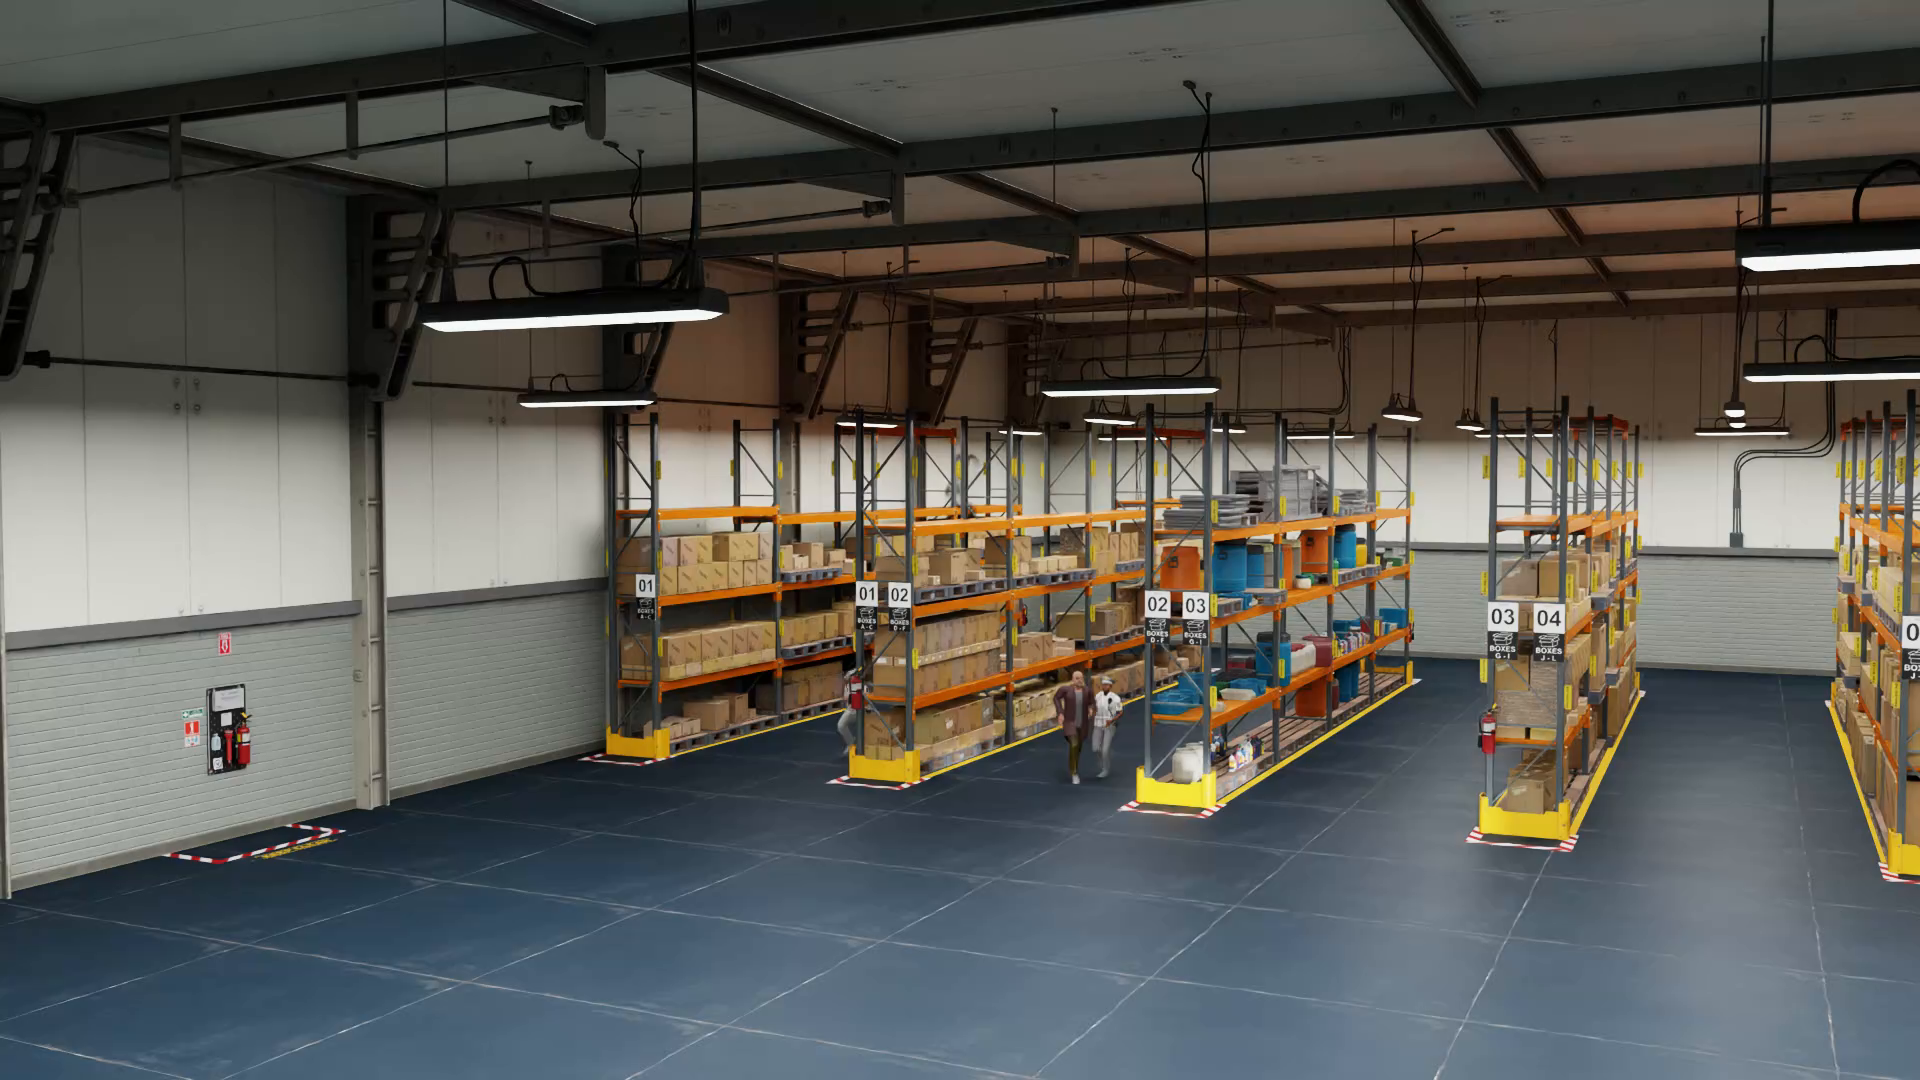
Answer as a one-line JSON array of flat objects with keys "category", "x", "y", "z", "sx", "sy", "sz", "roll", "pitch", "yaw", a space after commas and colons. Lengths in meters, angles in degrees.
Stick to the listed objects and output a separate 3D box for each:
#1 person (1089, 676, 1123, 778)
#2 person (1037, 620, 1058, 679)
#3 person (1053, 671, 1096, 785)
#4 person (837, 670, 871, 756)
[{"category": "person", "x": 2.377, "y": 3.042, "z": 27.167, "sx": 0.588, "sy": 1.655, "sz": 0.564, "roll": 1, "pitch": 3, "yaw": 27}, {"category": "person", "x": 1.969, "y": 2.592, "z": 37.606, "sx": 0.660, "sy": 1.684, "sz": 0.599, "roll": 1, "pitch": 3, "yaw": 29}, {"category": "person", "x": 1.864, "y": 3.023, "z": 26.753, "sx": 0.636, "sy": 1.826, "sz": 0.955, "roll": -1, "pitch": 3, "yaw": -17}, {"category": "person", "x": -1.823, "y": 3.024, "z": 29.076, "sx": 0.633, "sy": 1.547, "sz": 0.809, "roll": 1, "pitch": 3, "yaw": 32}]
